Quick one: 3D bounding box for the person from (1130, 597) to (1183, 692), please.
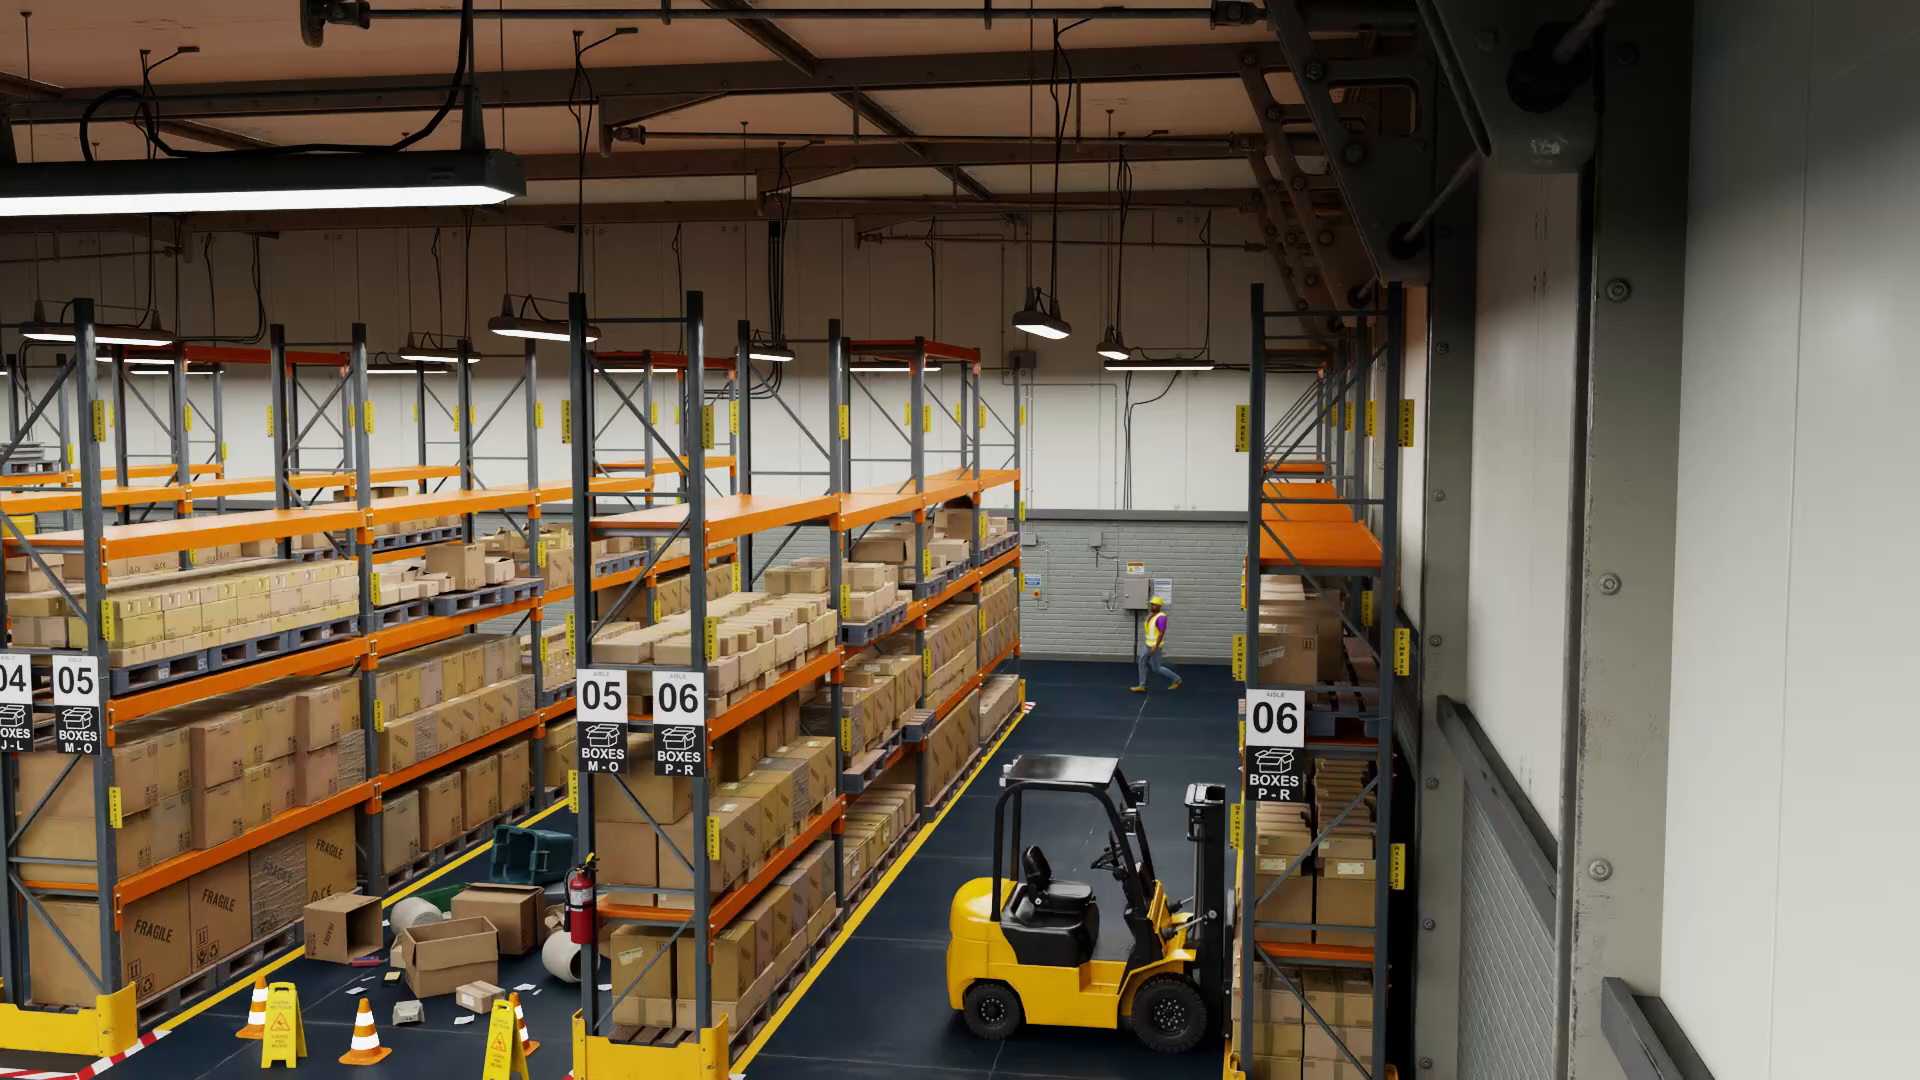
[{"bbox_3d":[3.537,1.888,29.953,0.928,1.721,0.620,0,5,0],"label":"person"}]
